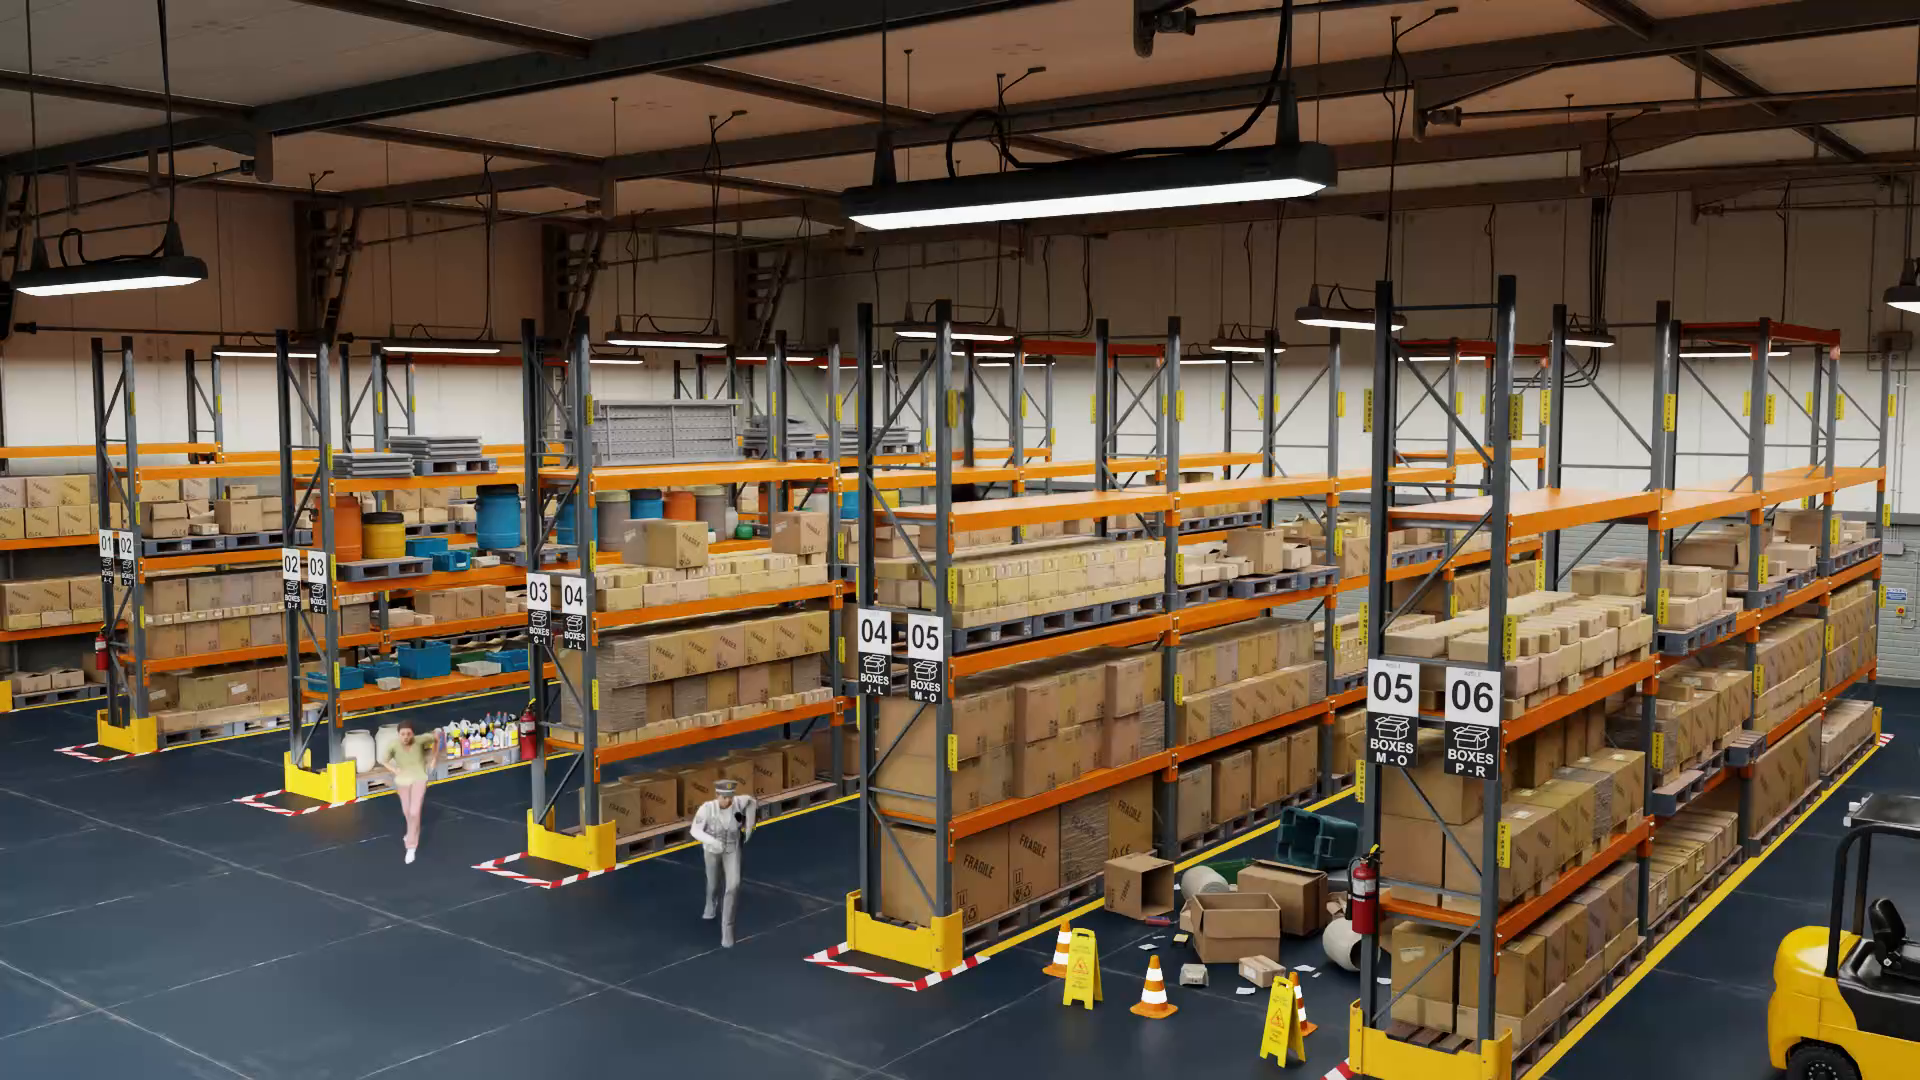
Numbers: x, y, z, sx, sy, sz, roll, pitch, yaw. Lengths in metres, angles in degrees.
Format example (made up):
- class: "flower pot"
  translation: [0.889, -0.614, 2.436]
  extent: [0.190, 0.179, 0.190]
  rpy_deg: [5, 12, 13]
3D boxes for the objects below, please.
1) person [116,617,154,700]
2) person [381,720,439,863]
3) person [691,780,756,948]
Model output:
- class: "person"
  translation: [-12.890, 2.040, 25.957]
  extent: [0.689, 1.733, 0.715]
  rpy_deg: [2, 5, 21]
- class: "person"
  translation: [-6.185, 2.770, 18.773]
  extent: [0.619, 1.622, 0.953]
  rpy_deg: [-1, 5, -14]
- class: "person"
  translation: [-2.274, 3.020, 15.922]
  extent: [0.656, 1.624, 0.920]
  rpy_deg: [-2, 5, -19]
